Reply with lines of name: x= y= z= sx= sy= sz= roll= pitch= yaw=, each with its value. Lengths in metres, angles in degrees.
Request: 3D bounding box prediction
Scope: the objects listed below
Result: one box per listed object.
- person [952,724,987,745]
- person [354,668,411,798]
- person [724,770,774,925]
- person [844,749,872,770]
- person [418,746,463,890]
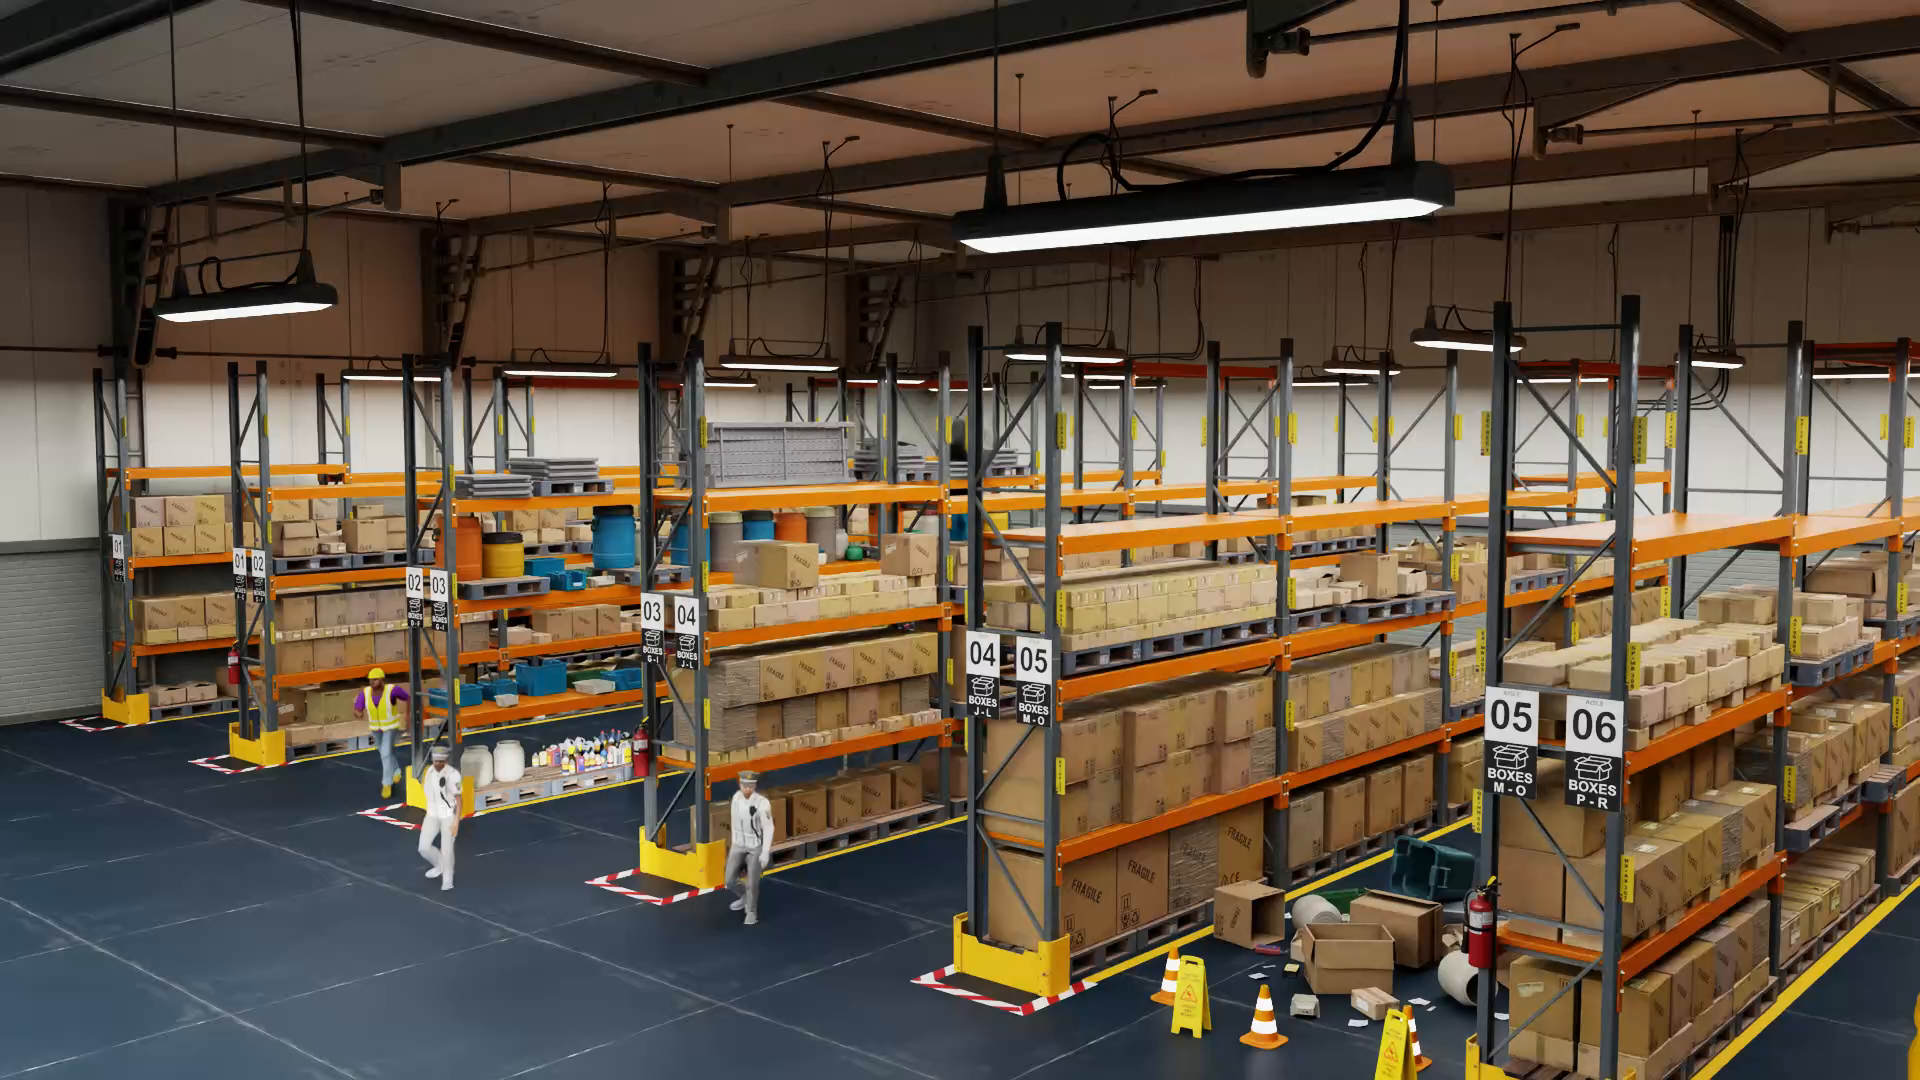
person: x=0.188 y=2.503 z=24.912 sx=1.098 sy=1.609 sz=0.688 roll=-3 pitch=5 yaw=-34
person: x=-7.942 y=2.617 z=22.932 sx=0.720 sy=1.756 sz=0.943 roll=1 pitch=4 yaw=8
person: x=-2.141 y=3.115 z=16.926 sx=0.632 sy=1.628 sz=0.547 roll=2 pitch=4 yaw=20
person: x=-1.499 y=2.643 z=23.795 sx=0.623 sy=1.631 sz=0.753 roll=0 pitch=4 yaw=-5
person: x=-5.667 y=3.030 z=18.185 sx=0.613 sy=1.627 sz=0.555 roll=1 pitch=4 yaw=14
